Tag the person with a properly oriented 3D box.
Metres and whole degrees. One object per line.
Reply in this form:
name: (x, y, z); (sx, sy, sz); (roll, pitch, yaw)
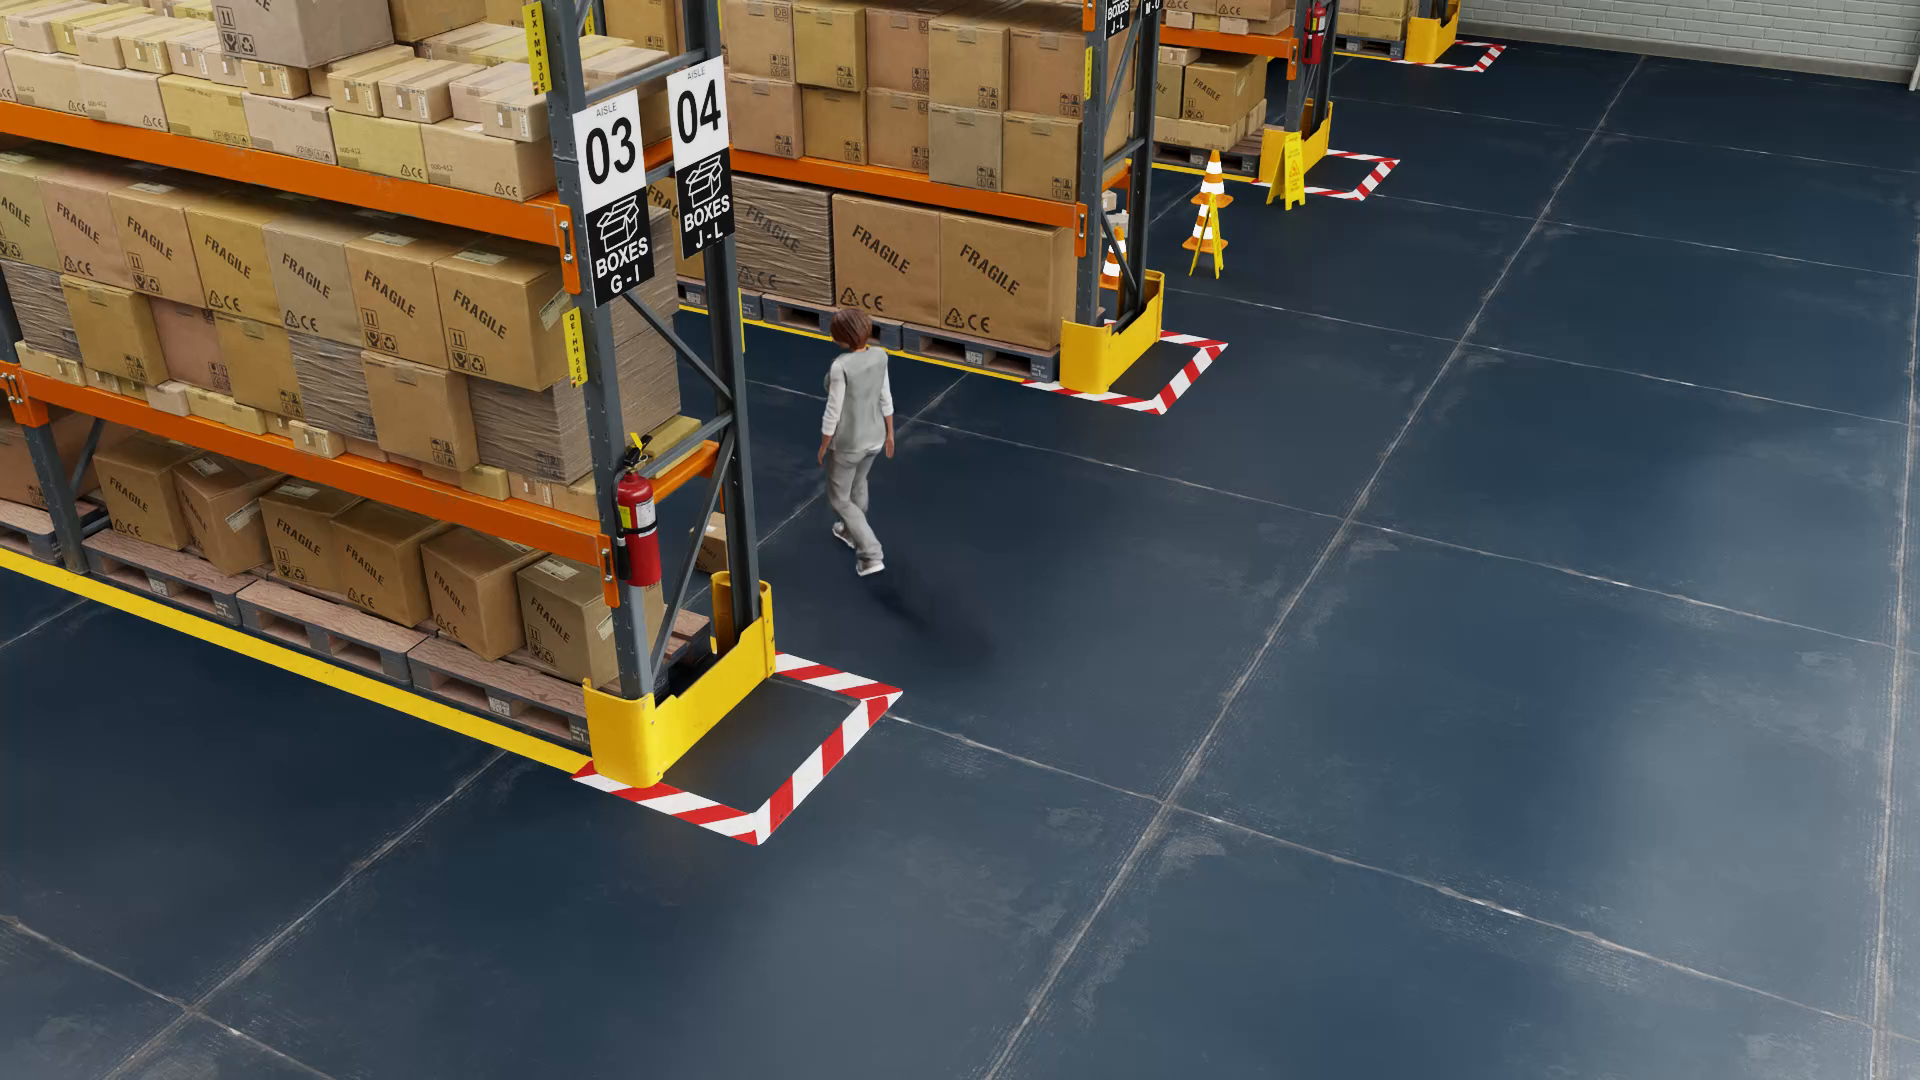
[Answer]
person: (-0.581, -0.550, 9.229); (0.447, 1.563, 0.764); (-24, 38, -35)
